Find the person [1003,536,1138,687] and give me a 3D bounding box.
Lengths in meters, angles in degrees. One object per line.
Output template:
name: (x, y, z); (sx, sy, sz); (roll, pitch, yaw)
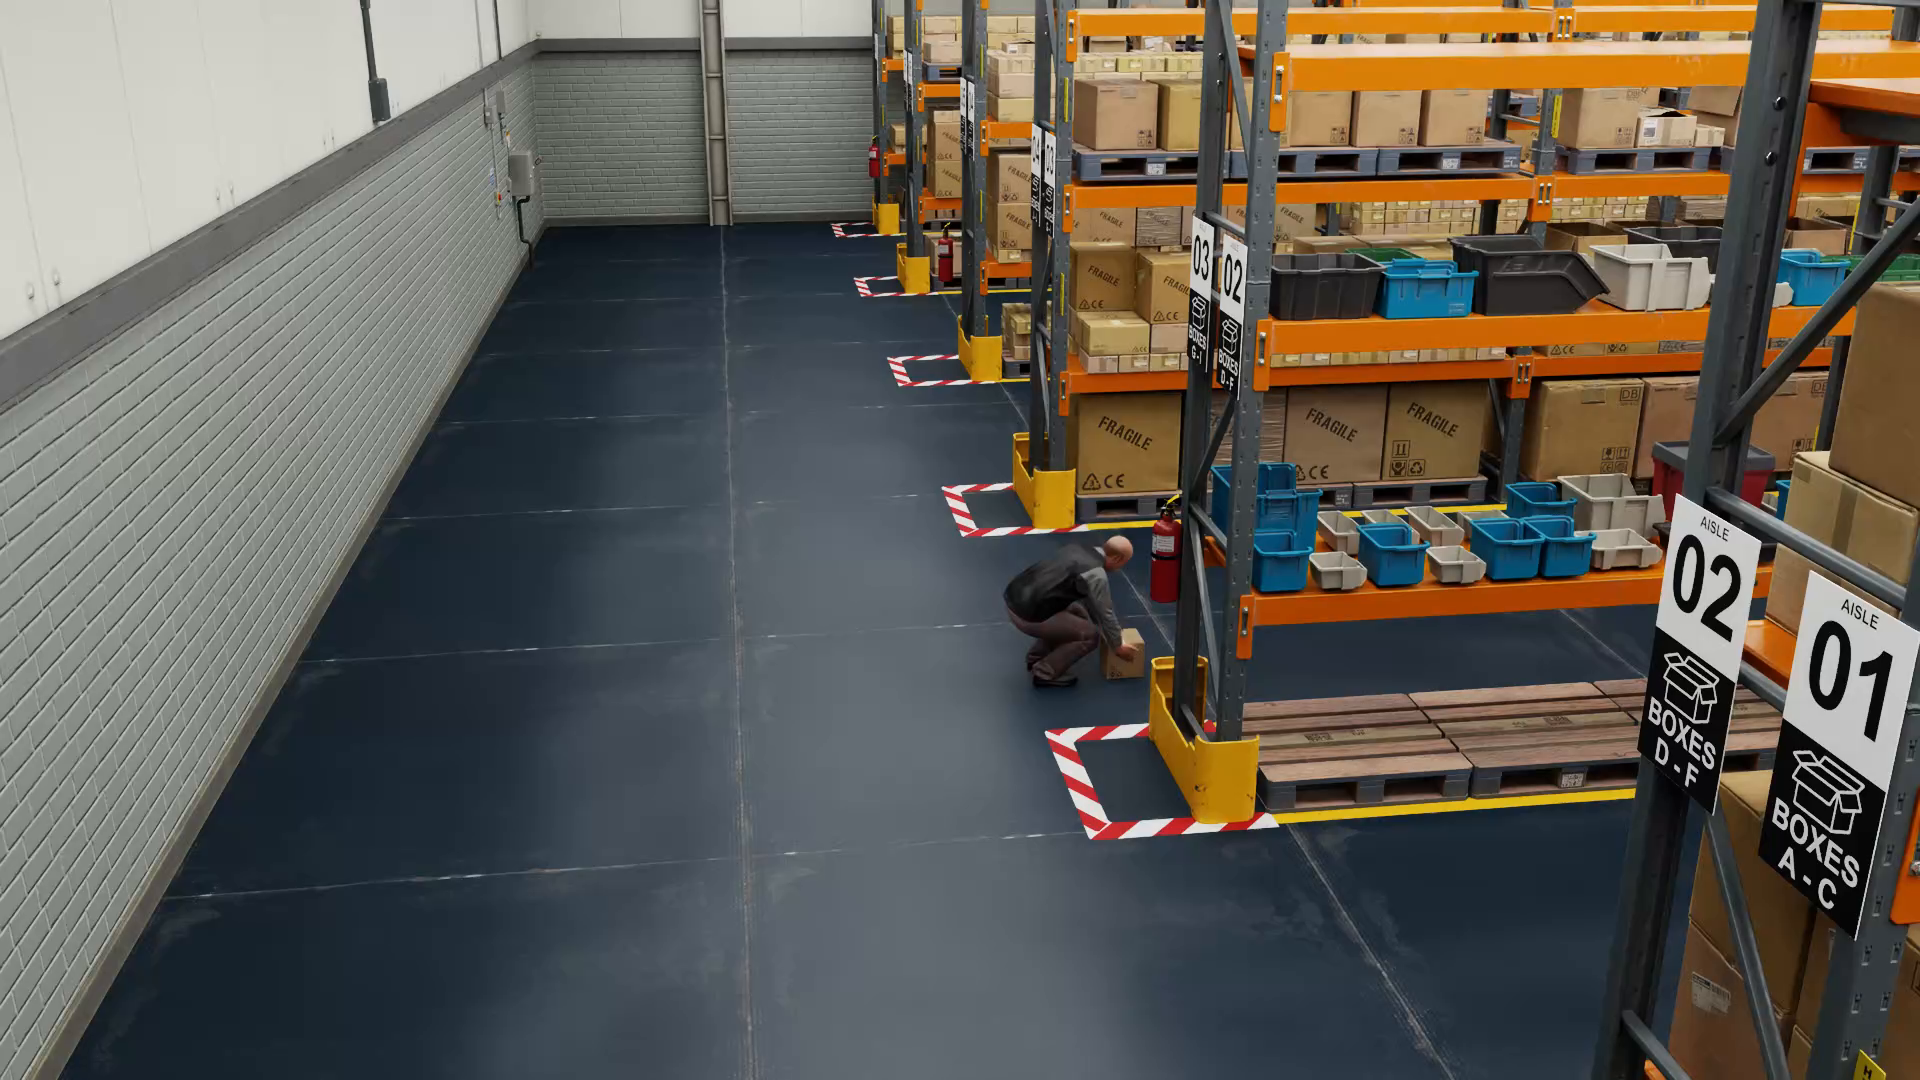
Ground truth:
person: (0.722, 0.450, 11.018); (0.869, 0.942, 0.544); (-3, 20, -8)
